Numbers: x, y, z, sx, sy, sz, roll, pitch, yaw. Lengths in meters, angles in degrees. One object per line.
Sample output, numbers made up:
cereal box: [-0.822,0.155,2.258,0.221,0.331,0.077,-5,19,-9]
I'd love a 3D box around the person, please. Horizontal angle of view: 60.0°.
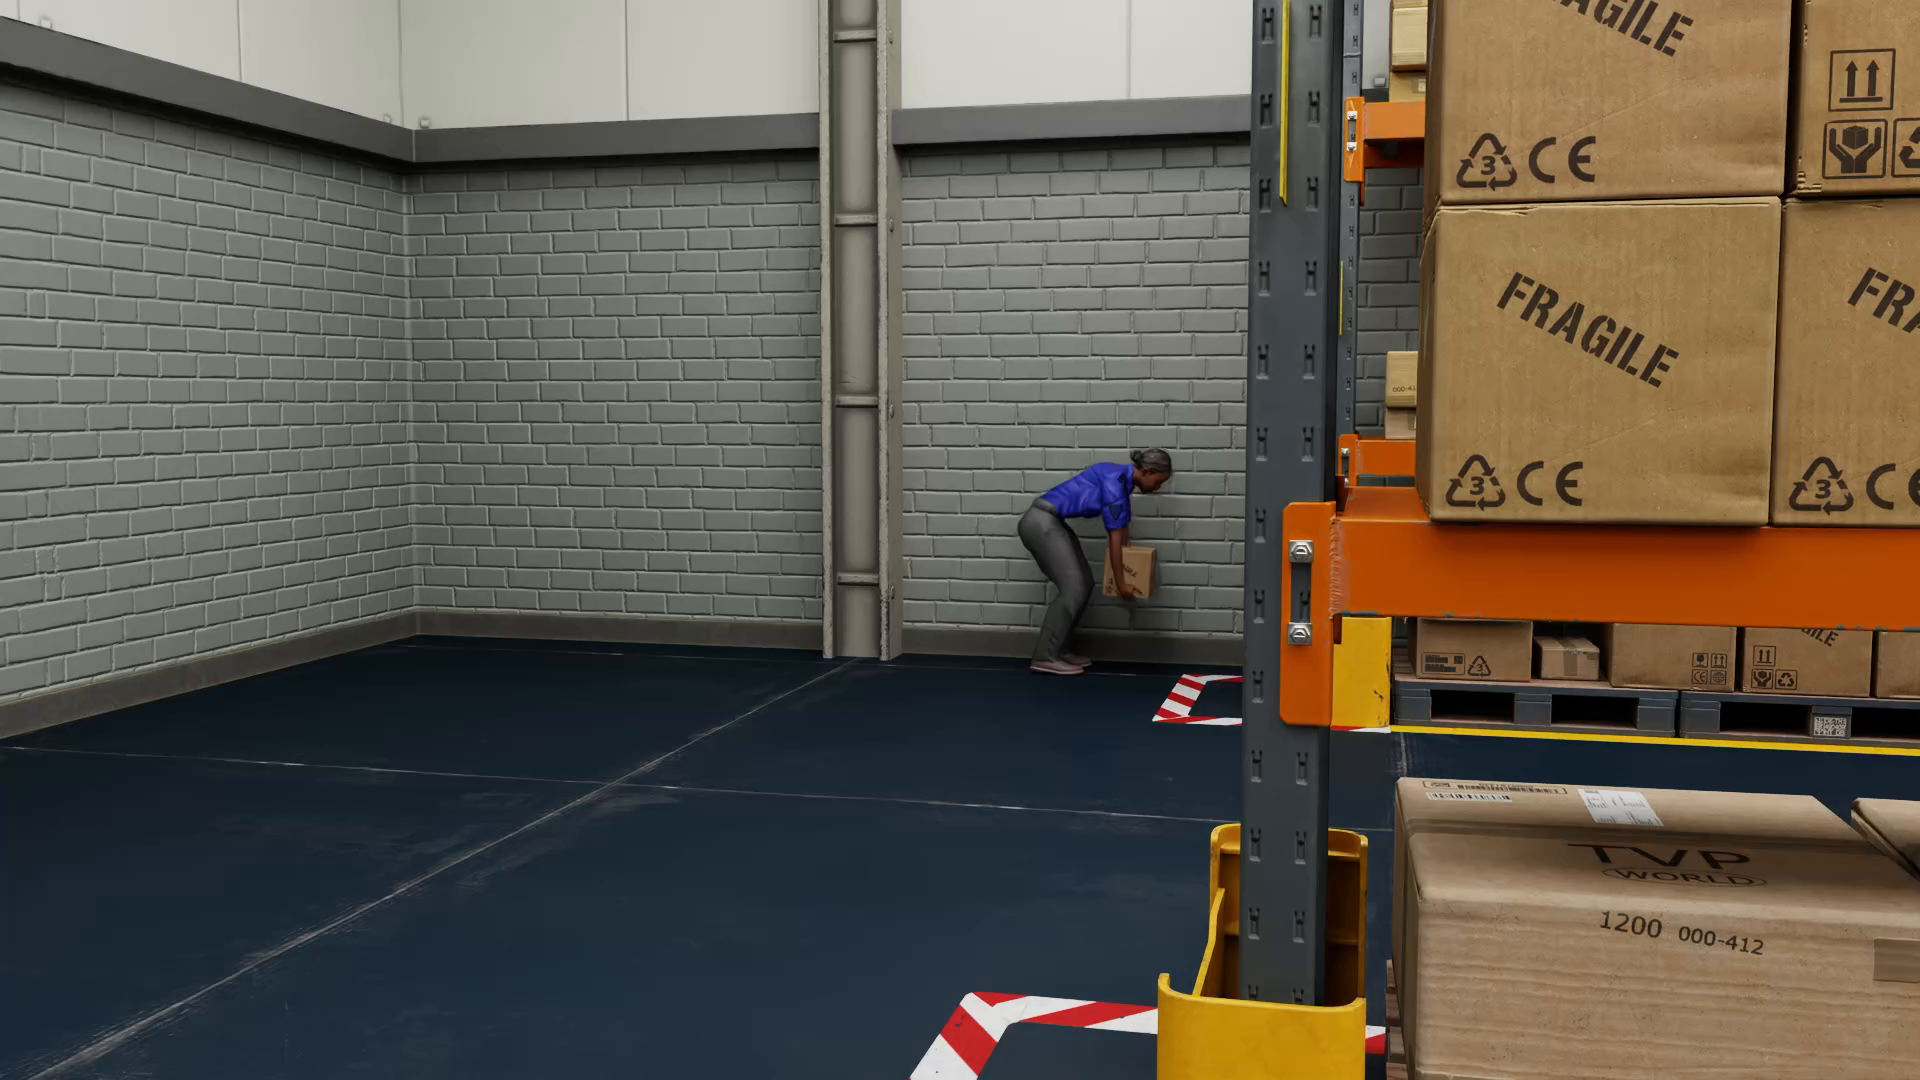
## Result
person: [0.732,0.114,9.042,0.823,1.225,0.431,1,5,11]
